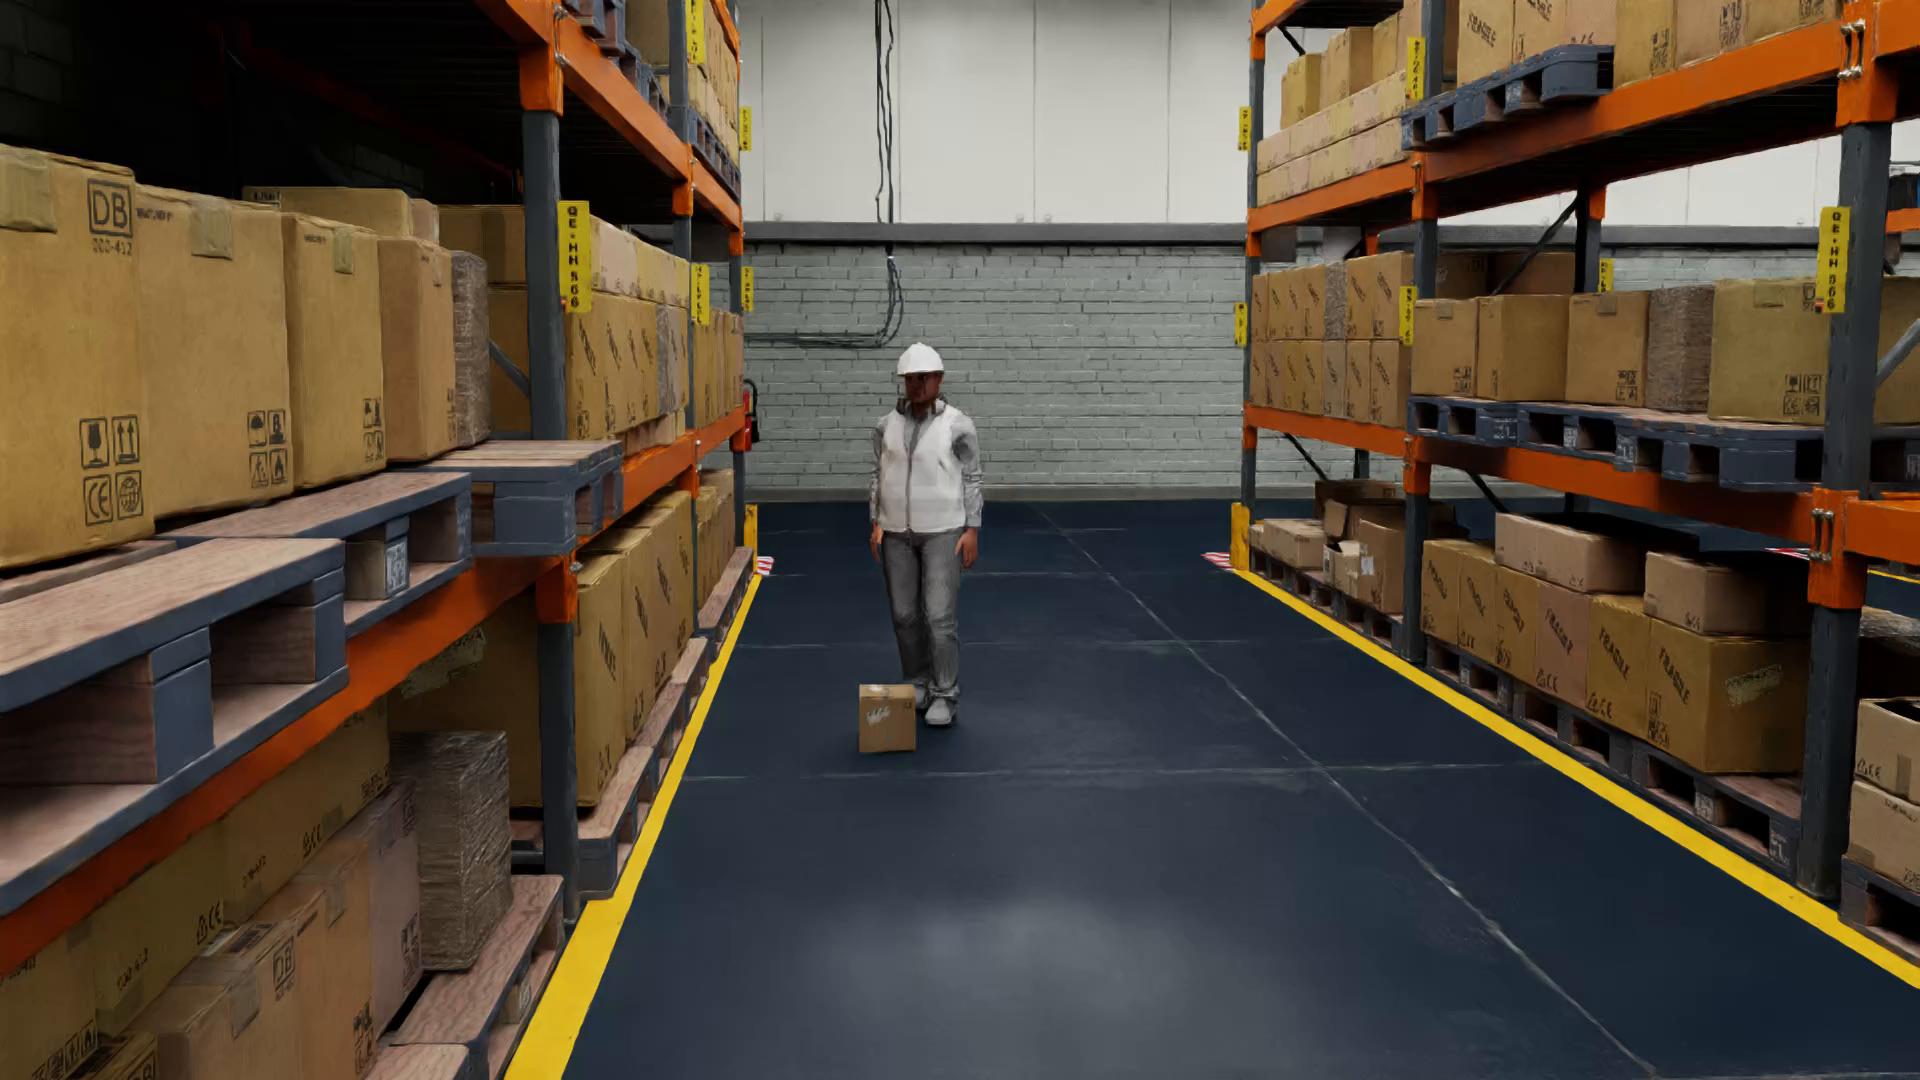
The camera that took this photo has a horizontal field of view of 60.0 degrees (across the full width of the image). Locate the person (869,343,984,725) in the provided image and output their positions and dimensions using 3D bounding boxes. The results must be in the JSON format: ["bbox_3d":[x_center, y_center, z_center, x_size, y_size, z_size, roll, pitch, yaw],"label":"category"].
[{"bbox_3d":[-0.178,-0.042,7.907,0.557,1.775,0.530,2,7,18],"label":"person"}]
